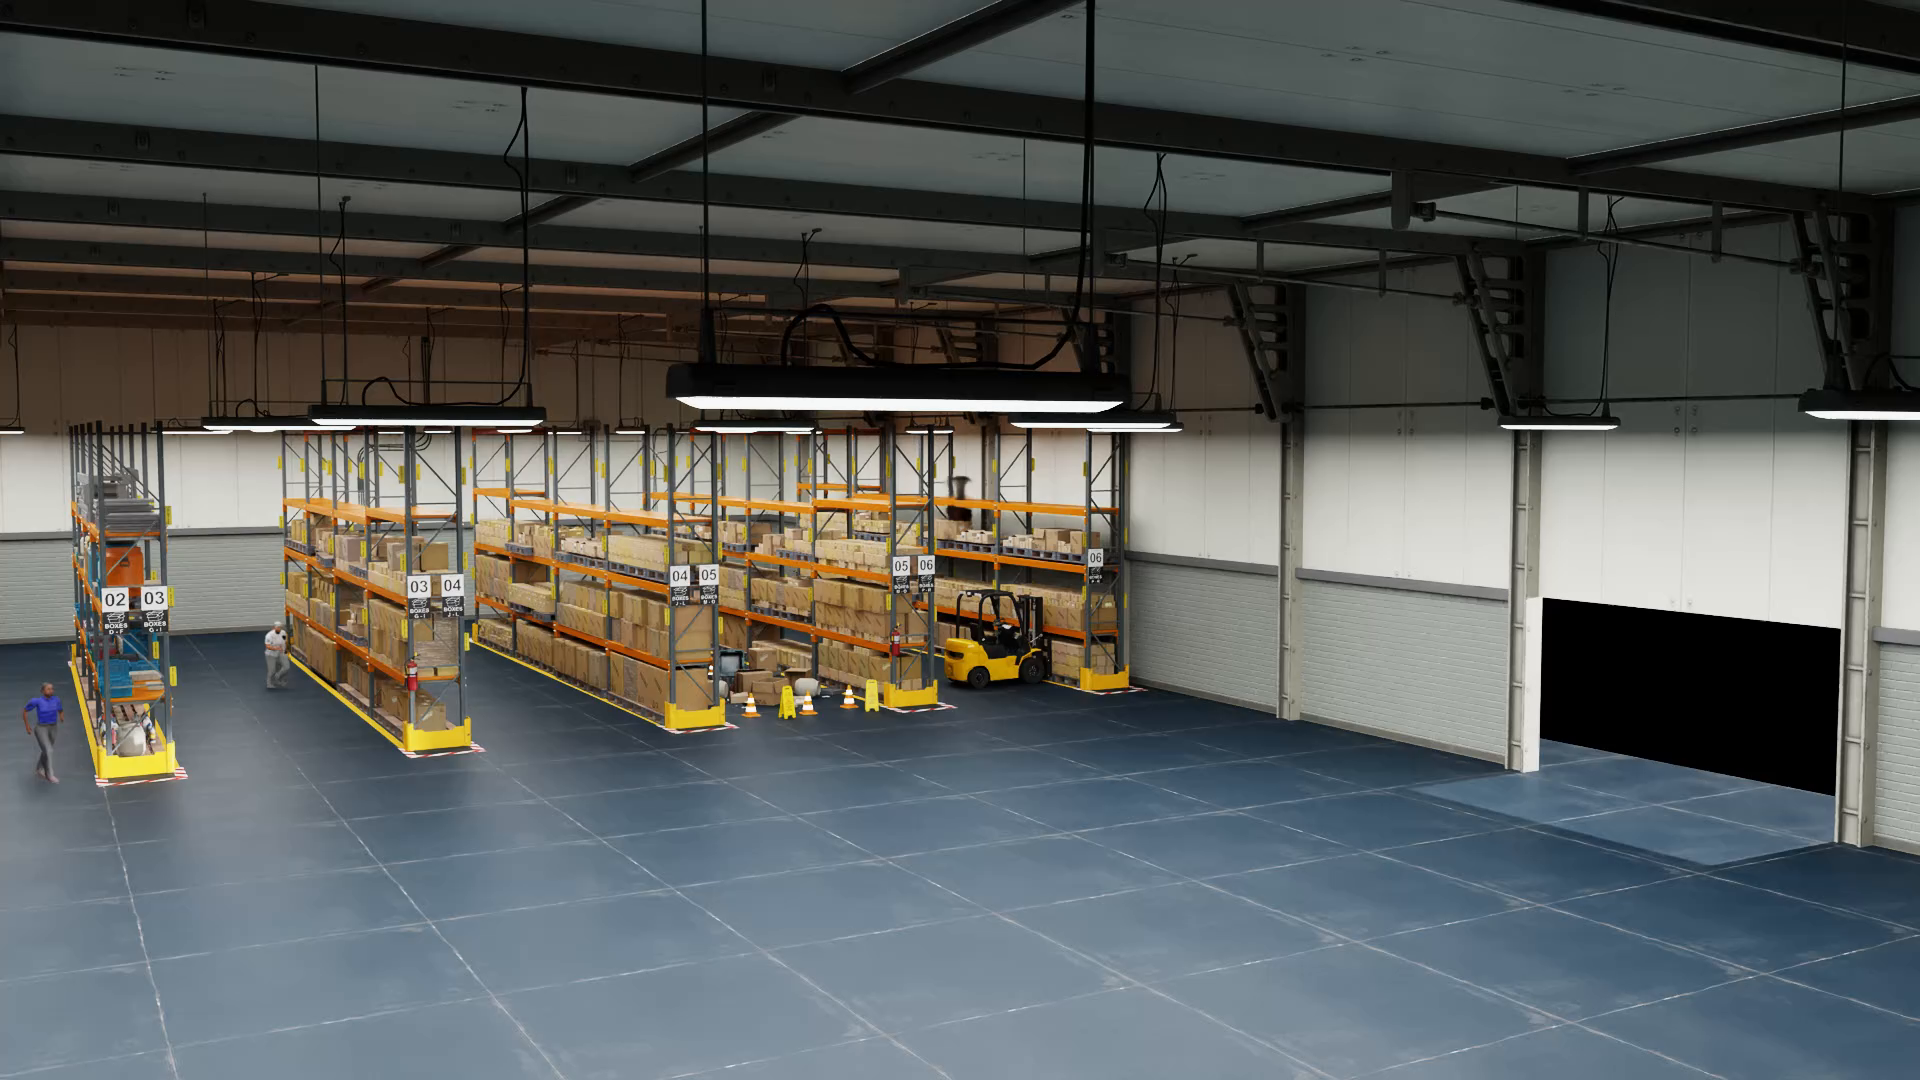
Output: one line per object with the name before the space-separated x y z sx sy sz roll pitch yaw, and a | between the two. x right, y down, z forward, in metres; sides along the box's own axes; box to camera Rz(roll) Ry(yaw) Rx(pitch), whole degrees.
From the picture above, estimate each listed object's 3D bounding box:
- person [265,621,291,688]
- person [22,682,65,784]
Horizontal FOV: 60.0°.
person | -15.505 2.608 37.779 0.817 1.556 0.614 3 5 43
person | -15.229 3.184 27.678 0.810 1.658 0.592 2 4 32
